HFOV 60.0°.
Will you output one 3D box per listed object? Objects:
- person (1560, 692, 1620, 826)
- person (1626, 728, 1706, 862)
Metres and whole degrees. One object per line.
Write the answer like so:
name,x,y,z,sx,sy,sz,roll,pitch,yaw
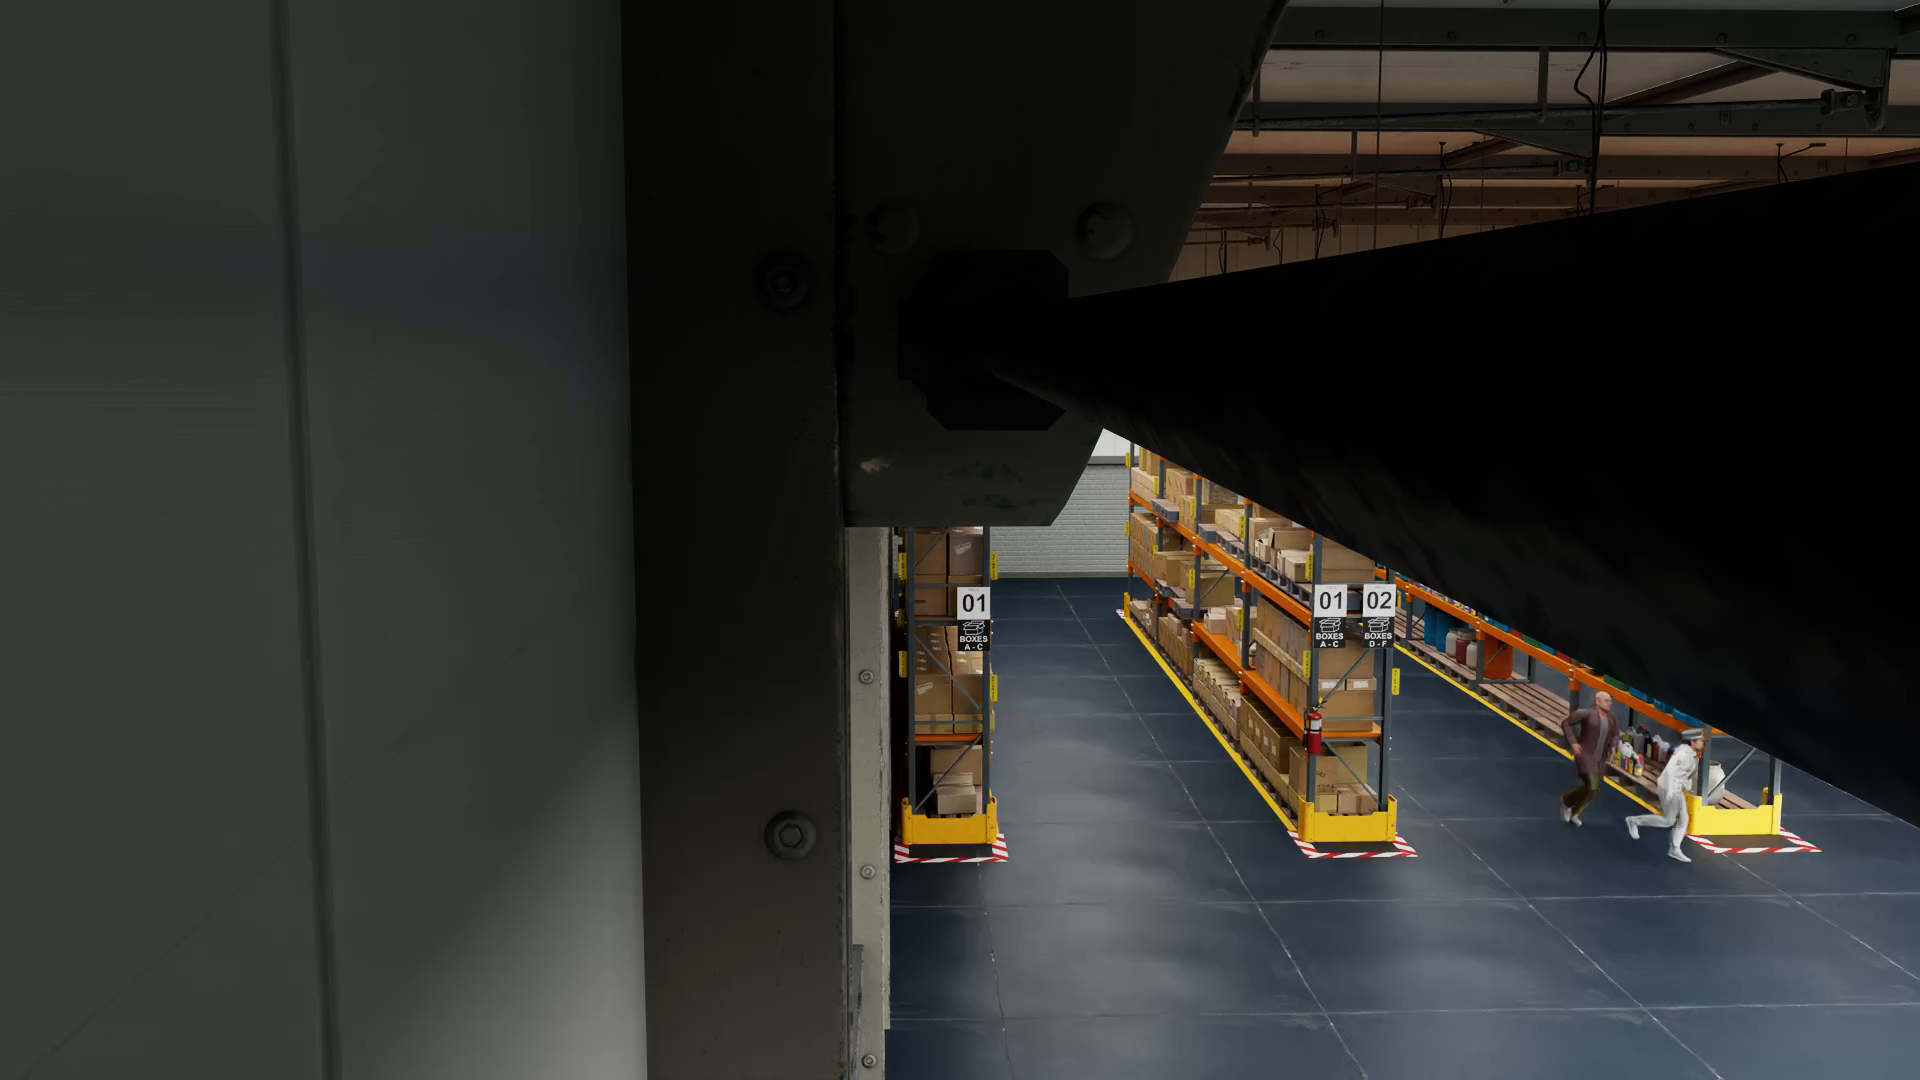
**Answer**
person,8.064,2.779,21.154,0.728,1.728,0.612,-3,8,-21
person,8.449,3.016,19.937,0.831,1.633,0.618,3,8,23
